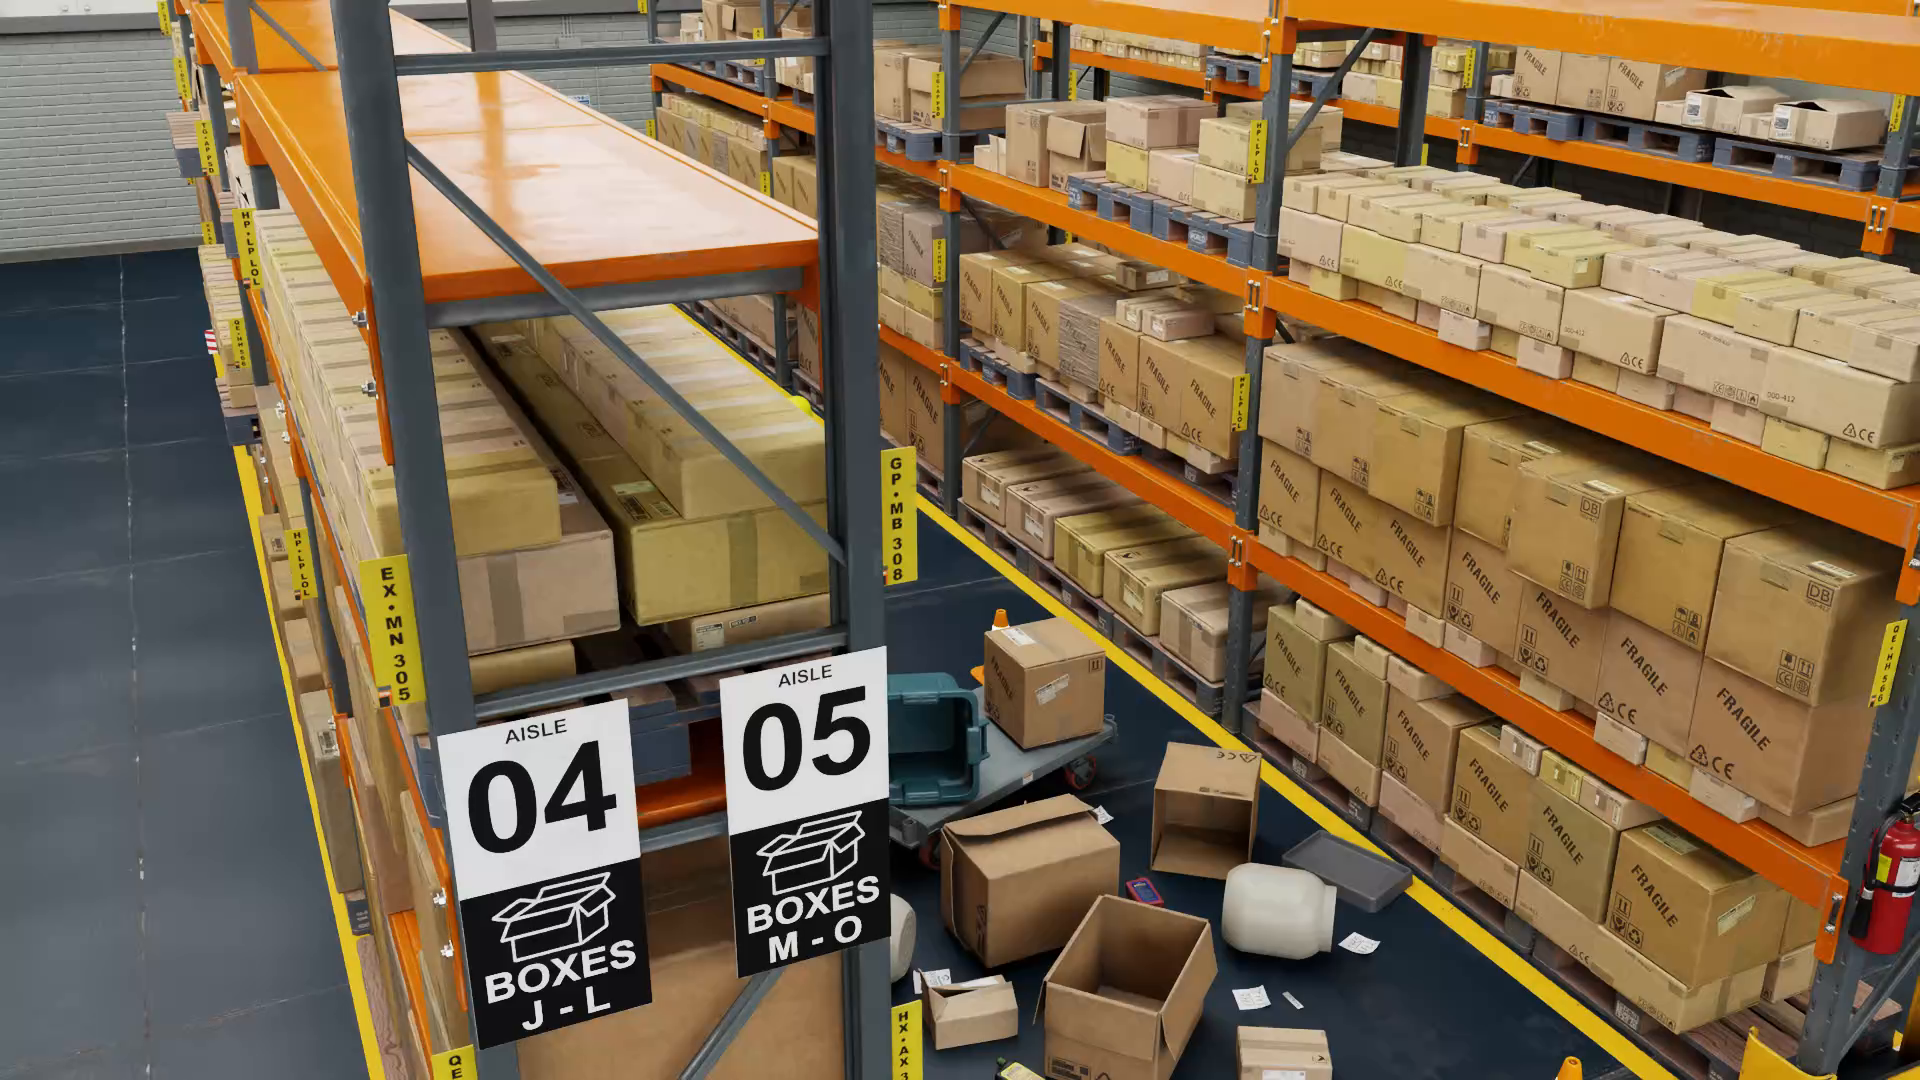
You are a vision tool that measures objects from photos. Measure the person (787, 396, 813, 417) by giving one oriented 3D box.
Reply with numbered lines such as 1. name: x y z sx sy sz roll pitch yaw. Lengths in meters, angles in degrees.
1. person: -1.008 -0.103 10.821 0.454 1.760 0.636 -12 25 -26
